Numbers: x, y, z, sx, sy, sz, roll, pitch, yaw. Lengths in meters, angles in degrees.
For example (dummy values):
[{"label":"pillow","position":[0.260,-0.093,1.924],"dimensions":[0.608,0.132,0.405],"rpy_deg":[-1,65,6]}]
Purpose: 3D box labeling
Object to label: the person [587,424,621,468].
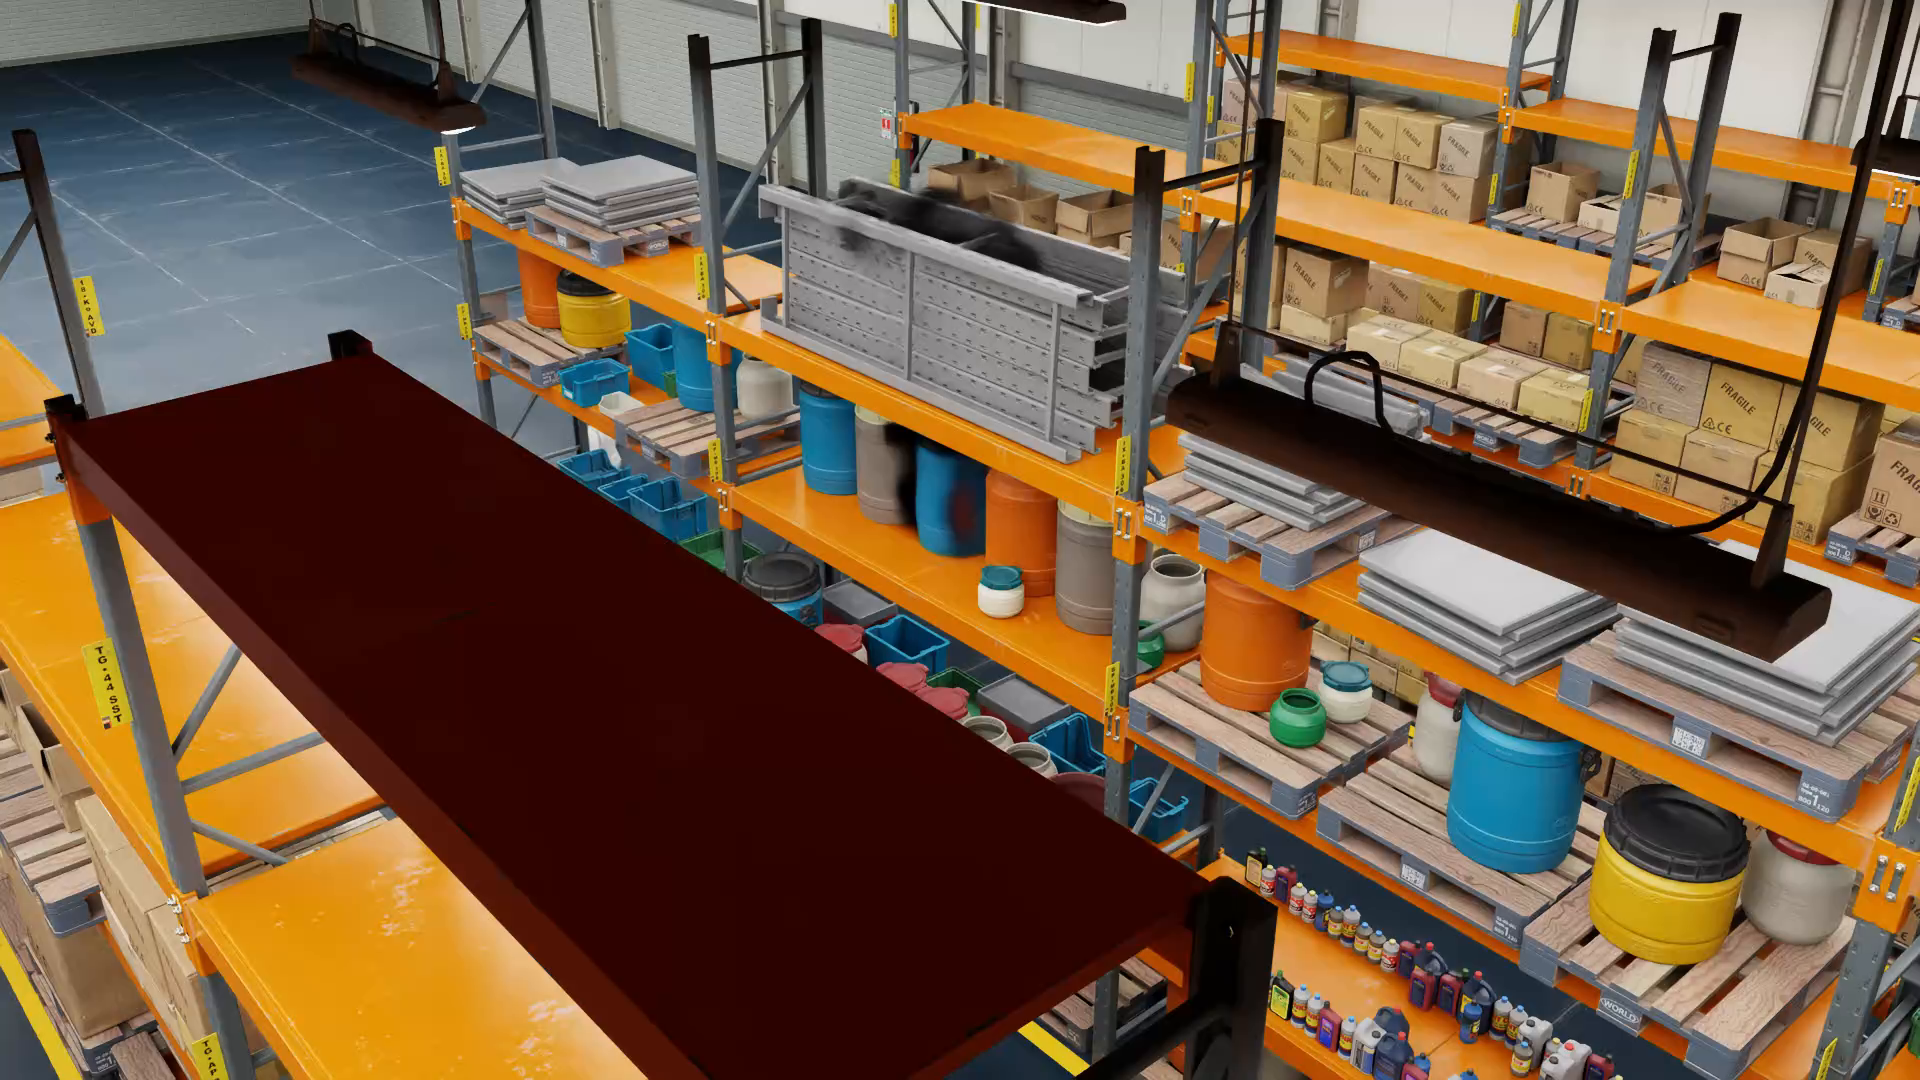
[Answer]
[{"label":"person","position":[-3.691,-0.732,17.131],"dimensions":[0.536,1.719,0.754],"rpy_deg":[7,28,14]}]
